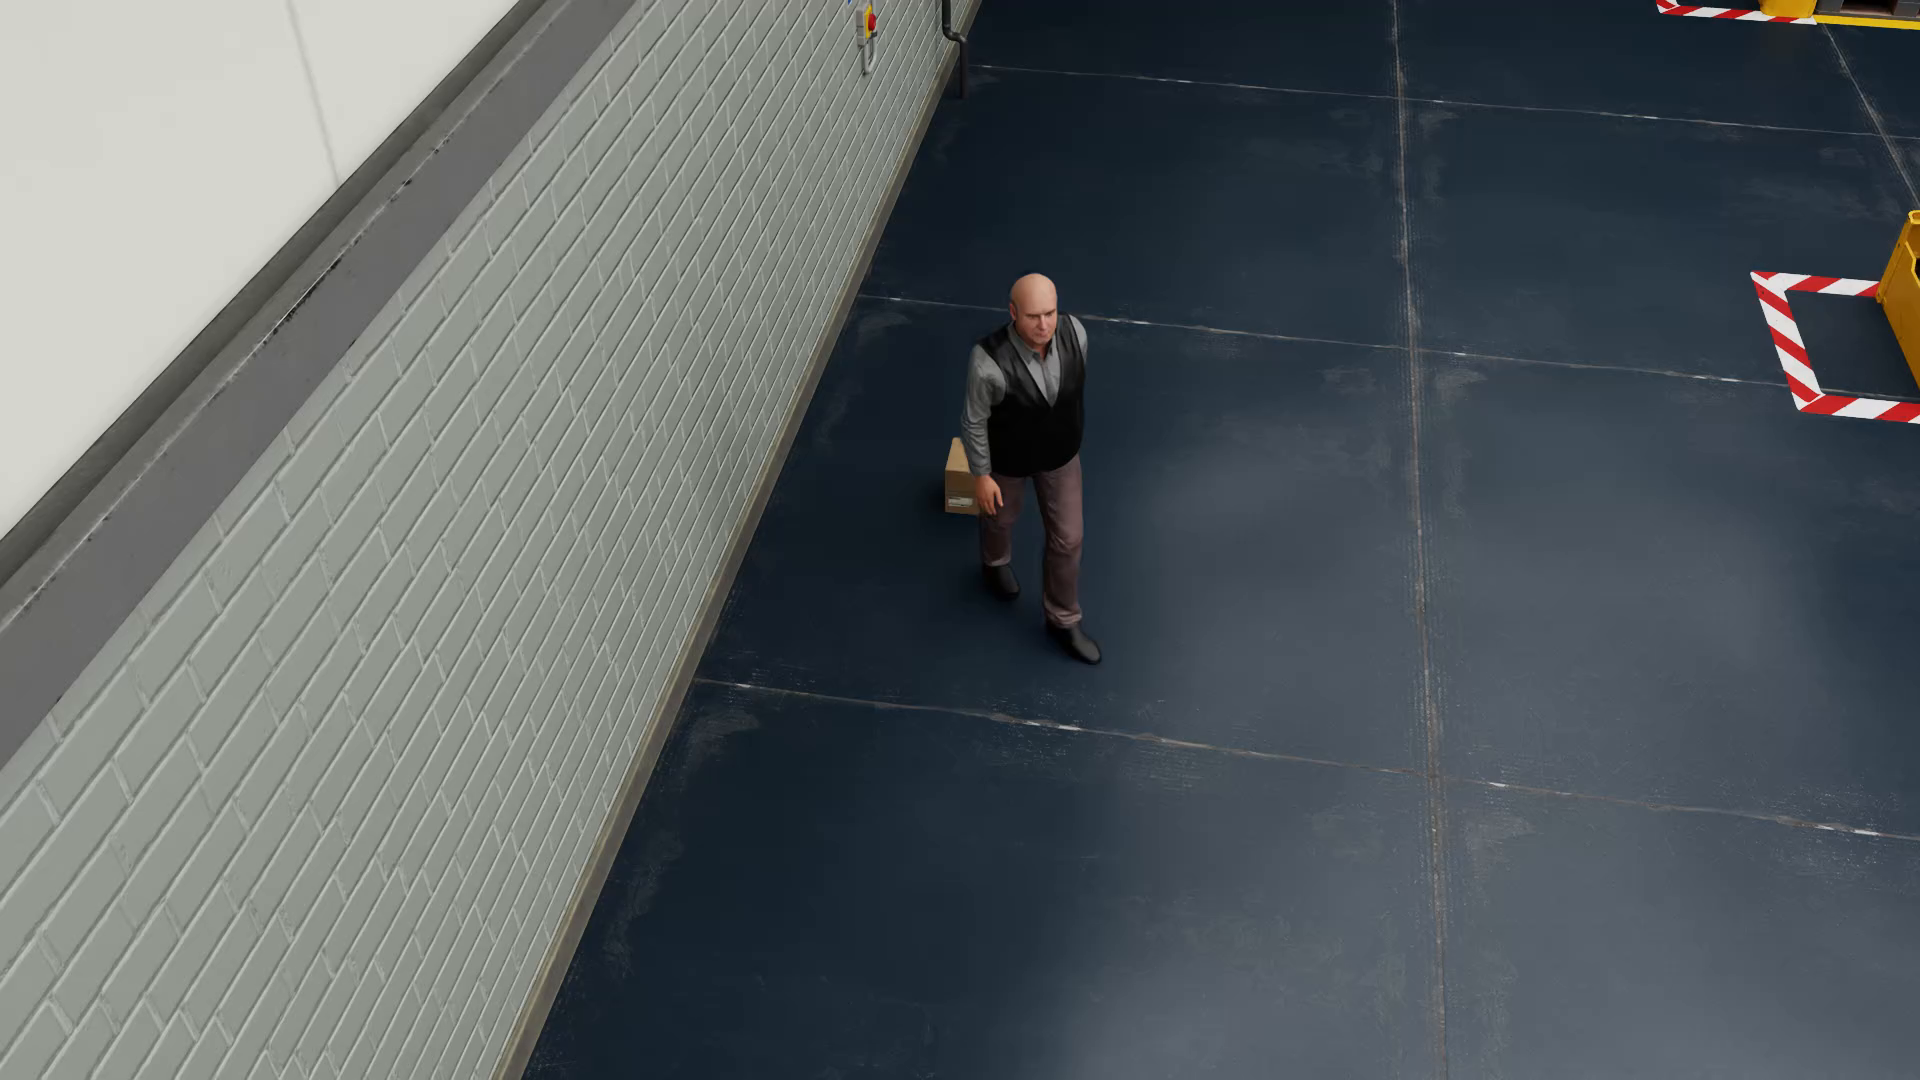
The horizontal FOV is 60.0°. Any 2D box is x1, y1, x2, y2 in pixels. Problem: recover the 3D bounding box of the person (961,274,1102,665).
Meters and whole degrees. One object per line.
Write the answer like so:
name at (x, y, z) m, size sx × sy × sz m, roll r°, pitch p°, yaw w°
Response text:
person at (0.257, -0.320, 6.566) m, size 0.563 × 1.730 × 0.760 m, roll -13°, pitch 42°, yaw -15°
